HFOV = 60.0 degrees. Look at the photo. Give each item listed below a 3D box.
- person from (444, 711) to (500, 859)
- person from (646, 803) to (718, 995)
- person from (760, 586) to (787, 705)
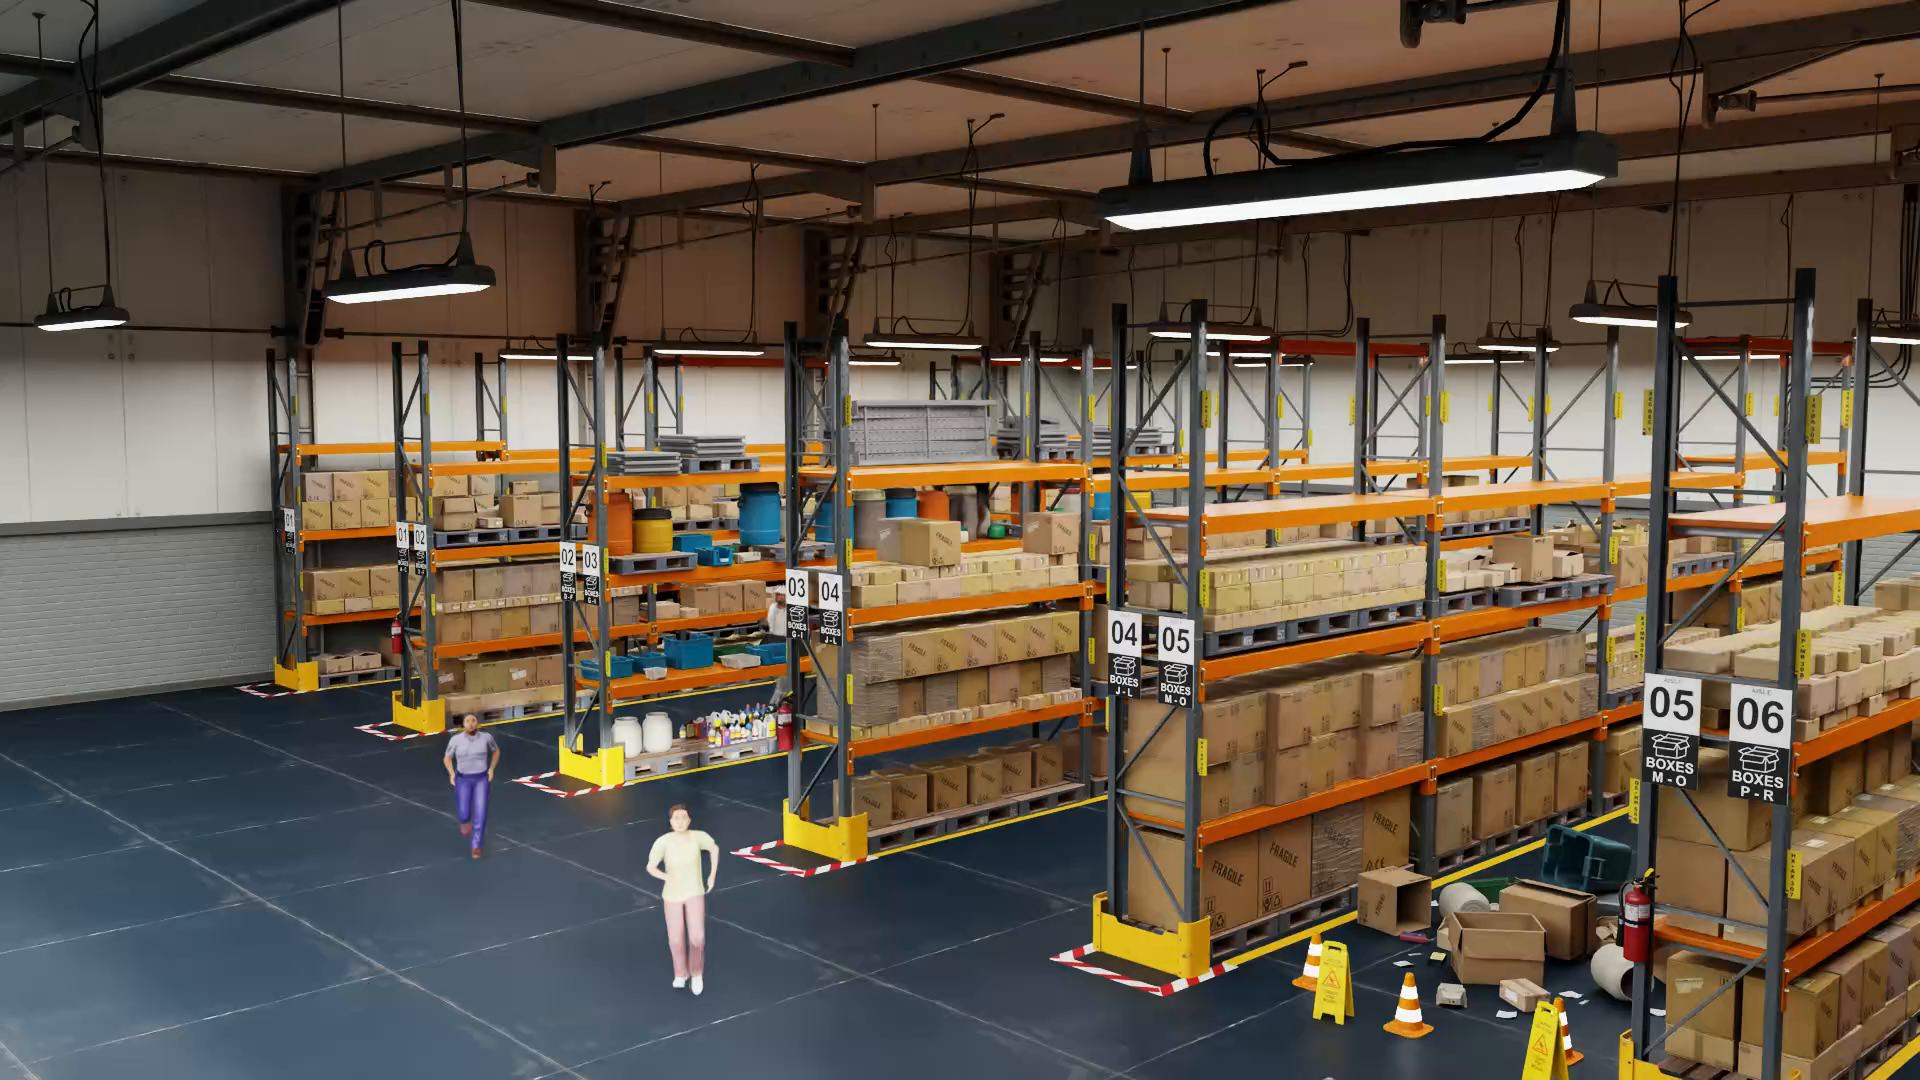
[{"bbox_3d":[-5.525,2.749,18.866,0.617,1.612,0.690,-2,5,-18],"label":"person"},{"bbox_3d":[-2.383,3.091,14.312,0.612,1.669,0.638,-1,5,-9],"label":"person"},{"bbox_3d":[-2.868,1.669,26.693,0.664,1.863,0.739,4,7,40],"label":"person"}]
